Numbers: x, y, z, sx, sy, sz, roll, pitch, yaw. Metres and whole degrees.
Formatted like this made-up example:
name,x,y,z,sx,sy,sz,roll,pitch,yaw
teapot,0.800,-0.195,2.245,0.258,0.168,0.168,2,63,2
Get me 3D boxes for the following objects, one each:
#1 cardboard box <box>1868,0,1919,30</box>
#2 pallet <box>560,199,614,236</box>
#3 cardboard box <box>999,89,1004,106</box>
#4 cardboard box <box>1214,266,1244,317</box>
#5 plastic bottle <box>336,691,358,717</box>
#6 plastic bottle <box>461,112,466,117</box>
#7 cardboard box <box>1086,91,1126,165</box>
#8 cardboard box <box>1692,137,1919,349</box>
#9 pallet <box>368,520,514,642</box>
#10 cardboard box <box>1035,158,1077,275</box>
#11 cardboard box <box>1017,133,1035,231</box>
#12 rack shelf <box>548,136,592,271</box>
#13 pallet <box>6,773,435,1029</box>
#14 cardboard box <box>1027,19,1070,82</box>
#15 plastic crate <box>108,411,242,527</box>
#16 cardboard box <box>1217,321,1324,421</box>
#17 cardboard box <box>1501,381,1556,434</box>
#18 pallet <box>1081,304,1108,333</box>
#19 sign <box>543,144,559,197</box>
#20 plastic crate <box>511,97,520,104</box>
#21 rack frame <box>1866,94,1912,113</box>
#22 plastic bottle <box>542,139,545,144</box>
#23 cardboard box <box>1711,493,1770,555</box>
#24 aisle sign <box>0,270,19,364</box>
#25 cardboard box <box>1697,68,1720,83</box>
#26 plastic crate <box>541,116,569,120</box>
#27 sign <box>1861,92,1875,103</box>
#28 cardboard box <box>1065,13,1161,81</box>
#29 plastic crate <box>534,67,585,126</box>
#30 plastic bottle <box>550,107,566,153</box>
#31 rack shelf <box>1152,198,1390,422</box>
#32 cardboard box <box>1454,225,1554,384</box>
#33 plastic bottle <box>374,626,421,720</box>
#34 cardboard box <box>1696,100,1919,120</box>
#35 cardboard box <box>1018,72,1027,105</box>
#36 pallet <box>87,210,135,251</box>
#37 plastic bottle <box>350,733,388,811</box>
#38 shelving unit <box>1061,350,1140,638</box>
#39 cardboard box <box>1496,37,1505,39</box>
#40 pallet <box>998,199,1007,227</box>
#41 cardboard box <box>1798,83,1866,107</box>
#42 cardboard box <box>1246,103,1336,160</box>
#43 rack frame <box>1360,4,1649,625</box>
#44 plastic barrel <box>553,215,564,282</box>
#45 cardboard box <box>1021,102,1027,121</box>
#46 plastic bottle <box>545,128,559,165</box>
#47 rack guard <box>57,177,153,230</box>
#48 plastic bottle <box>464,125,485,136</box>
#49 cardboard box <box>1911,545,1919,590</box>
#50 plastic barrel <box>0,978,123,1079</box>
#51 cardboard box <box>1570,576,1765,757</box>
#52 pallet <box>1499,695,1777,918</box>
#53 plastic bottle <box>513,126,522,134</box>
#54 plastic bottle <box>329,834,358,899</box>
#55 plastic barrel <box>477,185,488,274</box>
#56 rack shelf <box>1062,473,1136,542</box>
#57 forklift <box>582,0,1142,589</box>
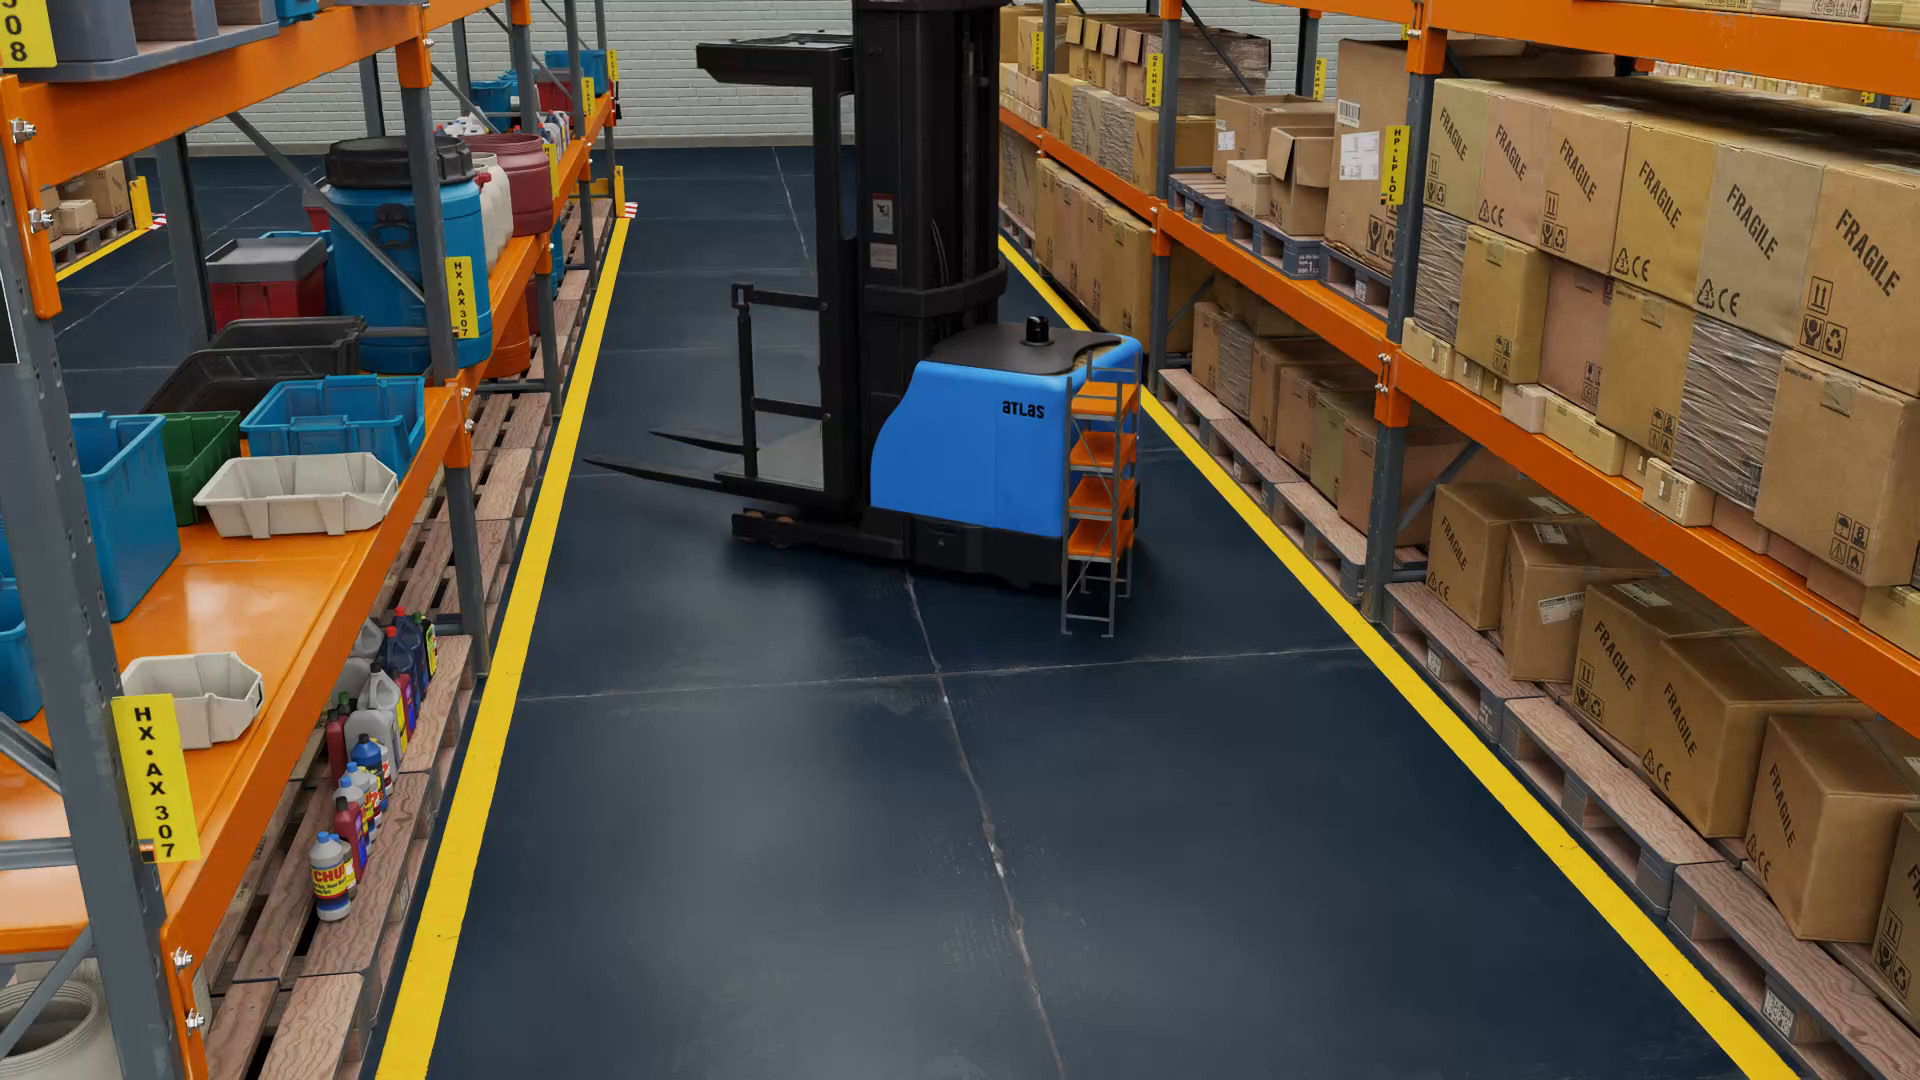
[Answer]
name,x,y,z,sx,sy,sz,roll,pitch,yaw
cardboard box,2.556,-1.336,3.933,0.500,0.250,0.500,-3,21,-7
pallet,-4.176,-3.370,17.438,1.003,0.211,1.213,-3,21,-8
cardboard box,0.593,-4.424,16.633,0.380,0.149,0.250,-3,21,-9
cardboard box,1.925,-1.600,10.585,0.500,0.250,0.500,-2,21,-6
plastic bottle,-2.172,0.658,5.921,0.061,0.283,0.133,-3,21,-8
plastic bottle,-4.029,-3.330,13.511,0.061,0.283,0.133,-3,21,-8
cardboard box,1.265,-3.178,12.795,0.500,0.500,0.500,-3,21,-7
cardboard box,2.480,-0.853,4.715,0.500,0.500,0.500,-3,21,-8
pallet,-2.678,0.227,7.806,1.003,0.211,1.213,-3,21,-8
cardboard box,1.334,-2.810,14.388,1.225,0.875,0.875,-3,21,-8
cardboard box,1.076,-3.574,16.436,0.875,0.875,0.875,-3,21,-8
rack shelf,-3.391,-2.550,12.283,1.077,0.370,4.000,-3,21,-8
pallet,-2.291,1.155,5.322,1.003,0.211,1.213,-3,21,-8
cardboard box,0.891,-4.395,14.913,0.500,0.500,0.500,-2,21,-6
plastic crate,-2.610,-0.226,5.336,0.450,0.188,0.662,-3,21,-8
cardboard box,2.007,-1.057,10.202,0.700,0.500,0.500,-5,21,-12
cardboard box,2.236,-0.505,6.139,0.380,0.149,0.250,-3,21,-8
pallet,1.587,-1.836,13.330,1.003,0.211,1.213,-3,21,-8
sign,-2.559,-2.301,10.356,0.100,0.325,0.005,-3,21,-8
plastic crate,-4.228,-4.071,15.621,0.293,0.136,0.466,-3,21,-8
rack frame,6.721,-2.659,11.549,1.000,3.000,0.127,-3,21,-8
plastic bottle,-3.001,-2.741,11.953,0.097,0.271,0.097,0,20,0
cardboard box,2.510,-0.077,4.993,0.380,0.149,0.250,-3,21,-8
aisle sign,-1.649,-0.632,2.406,0.394,0.787,0.004,-3,21,-8
cardboard box,6.013,-3.611,13.006,0.380,0.149,0.250,-2,21,-5
plastic crate,-3.605,-3.652,14.498,0.396,0.136,0.243,-3,21,-8
sign,6.186,-3.134,11.278,0.100,0.325,0.005,-3,21,-8
cardboard box,1.322,-4.125,13.896,0.797,0.503,0.637,-3,21,-9
plastic crate,-3.560,-3.959,14.851,0.402,0.464,0.583,-3,21,-8
plastic bottle,-3.223,-3.254,13.212,0.144,0.351,0.185,-3,21,-8
rack shelf,2.087,-1.414,9.244,1.077,0.370,4.000,-3,21,-8
cardboard box,2.416,-0.911,6.301,0.875,0.500,0.500,-3,21,-8
plastic bottle,-2.120,0.501,6.246,0.144,0.351,0.185,-4,21,-10
cardboard box,2.857,-1.225,5.713,0.500,0.500,0.500,-3,21,-8
cardboard box,0.821,-4.217,15.508,0.500,0.250,0.500,-2,21,-6
pallet,-9.031,-3.107,16.733,1.003,0.211,1.213,-3,21,-8
plastic bottle,-1.996,0.781,5.609,0.097,0.271,0.097,0,20,0
shelving unit,0.640,-0.215,7.577,0.258,1.200,0.503,5,21,14
cardboard box,5.651,-4.736,16.540,0.500,0.500,0.500,-3,21,-8
pallet,0.838,-3.635,18.146,1.003,0.211,1.213,-3,21,-8
cardboard box,6.197,-3.163,11.807,0.380,0.149,0.250,-4,21,-10
cardboard box,2.095,-2.314,9.882,0.700,0.500,0.500,0,20,0
rack frame,2.375,-1.059,7.264,1.000,3.000,0.127,-3,21,-8
plastic barrel,-3.618,-2.604,13.799,0.600,0.901,0.708,-3,21,-8
cardboard box,0.780,-3.978,15.439,0.380,0.149,0.250,-3,21,-9
plastic bottle,-3.125,-2.973,12.566,0.152,0.276,0.135,-3,21,-8
rack guard,-9.147,-3.518,17.421,1.175,0.500,0.348,-3,21,-8
plastic bottle,-3.706,-3.029,12.715,0.152,0.276,0.135,-3,21,-8
cardboard box,2.900,-0.052,4.000,0.875,0.500,0.500,-3,21,-8
plastic barrel,-2.120,1.320,3.849,0.421,0.512,0.421,0,20,0
cardboard box,2.650,0.465,6.157,0.500,0.500,0.500,-5,21,-13
pallet,2.686,0.901,6.001,1.003,0.211,1.213,-3,21,-8
plastic bottle,-3.195,-2.819,12.046,0.144,0.351,0.185,-3,21,-8
plastic bottle,-1.917,1.001,5.119,0.097,0.201,0.097,0,20,0
plastic barrel,-2.553,-1.469,8.168,0.433,0.535,0.433,0,20,0
rack shelf,0.640,-0.152,7.600,0.258,0.148,0.480,5,21,14
forklift,-0.617,-1.481,8.492,3.031,2.935,1.130,10,23,25
